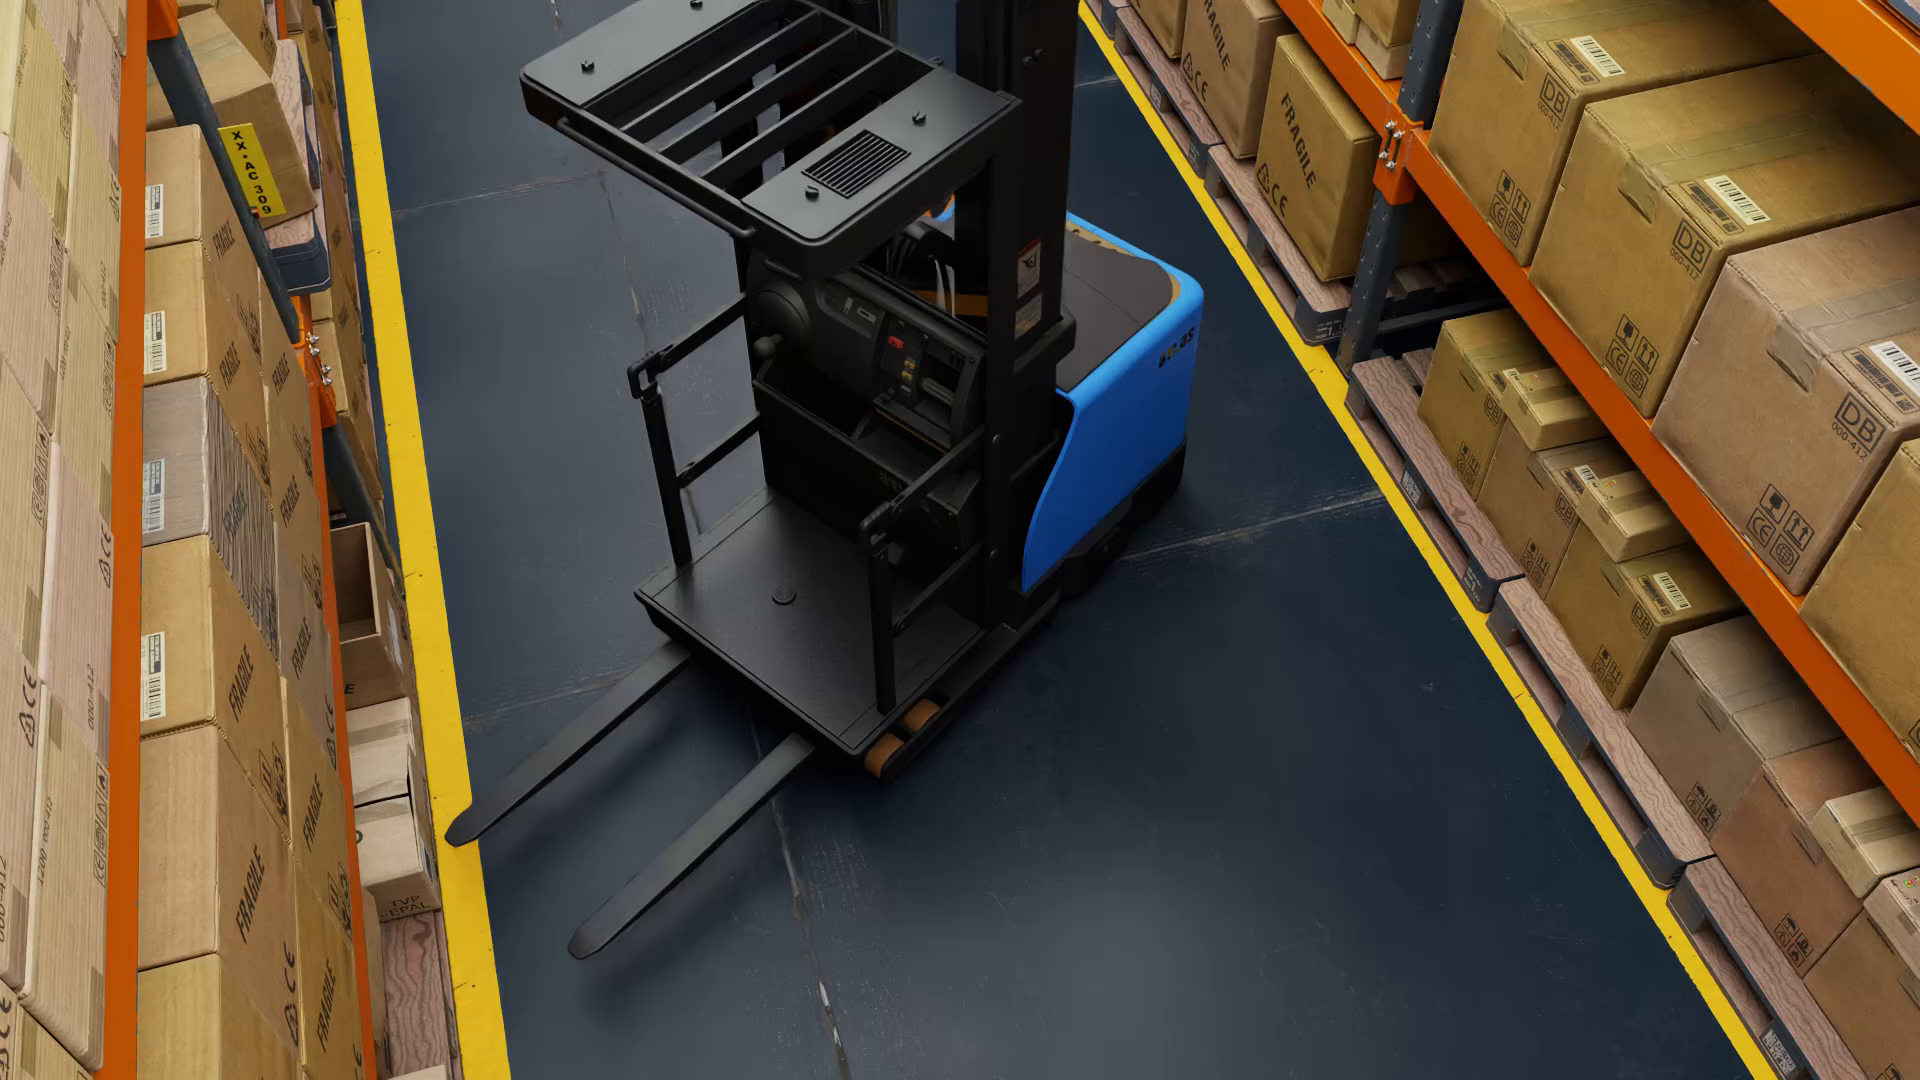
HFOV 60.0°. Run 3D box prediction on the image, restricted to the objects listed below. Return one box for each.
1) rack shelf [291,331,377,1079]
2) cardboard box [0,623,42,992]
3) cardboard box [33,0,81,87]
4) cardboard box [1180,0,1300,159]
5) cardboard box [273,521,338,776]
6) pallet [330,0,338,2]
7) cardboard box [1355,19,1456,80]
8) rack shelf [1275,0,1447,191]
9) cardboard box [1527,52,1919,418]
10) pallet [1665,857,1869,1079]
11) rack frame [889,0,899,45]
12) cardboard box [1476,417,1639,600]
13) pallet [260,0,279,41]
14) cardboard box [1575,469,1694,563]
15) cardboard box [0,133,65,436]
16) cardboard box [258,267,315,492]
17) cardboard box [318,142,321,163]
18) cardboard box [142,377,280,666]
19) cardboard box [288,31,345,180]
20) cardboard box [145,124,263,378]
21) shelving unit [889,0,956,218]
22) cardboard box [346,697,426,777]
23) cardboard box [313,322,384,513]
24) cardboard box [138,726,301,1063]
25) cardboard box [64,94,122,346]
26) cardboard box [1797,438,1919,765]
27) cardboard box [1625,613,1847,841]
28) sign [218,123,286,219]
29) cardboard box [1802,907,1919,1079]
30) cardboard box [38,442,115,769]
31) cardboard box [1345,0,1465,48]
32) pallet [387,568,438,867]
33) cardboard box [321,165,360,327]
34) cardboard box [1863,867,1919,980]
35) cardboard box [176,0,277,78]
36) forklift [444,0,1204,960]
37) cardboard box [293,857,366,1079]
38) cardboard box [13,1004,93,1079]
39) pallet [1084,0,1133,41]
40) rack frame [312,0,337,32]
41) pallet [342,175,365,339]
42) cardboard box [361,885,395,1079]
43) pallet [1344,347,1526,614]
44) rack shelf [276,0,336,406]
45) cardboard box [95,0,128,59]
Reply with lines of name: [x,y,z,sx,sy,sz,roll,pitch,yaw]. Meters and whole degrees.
rack shelf: [-2.024,1.009,4.197,1.077,0.370,4.000,-13,51,-11]
cardboard box: [-1.477,0.358,2.085,0.500,0.250,0.500,-13,51,-11]
cardboard box: [-2.068,-1.103,3.317,0.500,0.250,0.500,-13,51,-11]
cardboard box: [1.533,-2.342,7.684,0.750,0.750,0.750,-12,51,-10]
cardboard box: [-1.915,0.343,4.224,0.500,0.500,0.500,-12,51,-10]
pallet: [-4.005,-3.316,9.197,1.003,0.211,1.213,-13,51,-11]
cardboard box: [1.745,-1.914,6.343,0.380,0.149,0.250,-13,51,-11]
rack shelf: [1.524,-3.035,7.607,1.077,0.370,4.000,-13,51,-11]
cardboard box: [2.471,-0.968,5.198,0.980,0.700,0.700,-14,51,-12]
pallet: [2.987,1.448,5.181,1.003,0.211,1.213,-13,51,-11]
rack frame: [-0.481,-2.001,7.246,0.500,1.500,0.032,-28,55,-22]
cardboard box: [2.384,-0.199,6.105,0.700,0.500,0.500,-14,51,-11]
pallet: [-3.219,-2.123,6.493,1.003,0.211,1.213,-13,51,-11]
cardboard box: [2.320,-0.103,5.600,0.380,0.149,0.250,-15,51,-12]
cardboard box: [-1.775,-0.372,2.701,0.500,0.250,0.500,-13,51,-11]
cardboard box: [-2.223,-0.408,4.857,0.500,0.500,0.500,-13,51,-10]
cardboard box: [-2.971,-1.766,6.923,0.500,0.250,0.500,-14,51,-12]
cardboard box: [-1.916,0.015,3.846,0.500,0.500,0.500,-13,51,-11]
cardboard box: [-3.145,-1.933,7.554,0.500,0.500,0.500,-15,51,-12]
cardboard box: [-2.219,-0.727,4.471,0.500,0.500,0.500,-13,51,-11]
shelving unit: [-0.184,-1.677,6.972,0.587,1.500,1.083,-28,55,-22]
cardboard box: [-2.008,0.706,5.559,0.380,0.149,0.250,-13,51,-11]
cardboard box: [-2.526,-0.428,6.286,0.500,0.500,0.500,-15,52,-13]
cardboard box: [-1.617,0.753,3.223,0.500,0.500,0.500,-13,51,-10]
cardboard box: [-1.924,-0.576,3.199,0.500,0.250,0.500,-13,51,-11]
cardboard box: [2.912,0.120,4.281,0.980,0.700,0.700,-14,51,-11]
cardboard box: [2.698,0.565,5.462,0.700,0.500,0.500,-15,51,-12]
sign: [-2.100,-1.091,4.931,0.100,0.325,0.005,-13,51,-11]
cardboard box: [2.996,1.297,4.844,0.700,0.500,0.500,-13,51,-11]
cardboard box: [-1.627,0.154,2.584,0.500,0.250,0.500,-13,51,-11]
cardboard box: [1.738,-2.221,6.177,0.500,0.500,0.500,-14,51,-12]
pallet: [-2.414,0.717,5.797,1.003,0.211,1.213,-13,51,-11]
cardboard box: [-2.835,-1.181,6.921,0.500,0.500,0.500,-13,51,-11]
cardboard box: [2.784,1.036,4.641,0.380,0.149,0.250,-14,51,-11]
cardboard box: [-2.806,-1.735,5.701,0.700,0.500,0.500,-6,50,-5]
forklift: [-0.451,-0.545,5.082,1.130,2.935,3.031,33,57,25]
cardboard box: [-1.615,1.079,3.602,0.500,0.500,0.500,-13,51,-11]
cardboard box: [-1.342,0.887,1.966,0.500,0.250,0.500,-13,51,-11]
pallet: [1.094,-3.236,9.129,1.003,0.211,1.213,-13,51,-11]
rack frame: [-3.799,-3.605,7.617,1.000,3.000,0.127,-13,51,-11]
pallet: [-3.257,-1.263,7.466,1.003,0.211,1.213,-13,51,-11]
cardboard box: [-2.055,1.351,4.784,0.797,0.503,0.637,-13,51,-11]
pallet: [2.265,-0.334,6.683,1.003,0.211,1.213,-13,51,-11]
rack shelf: [-3.207,-1.912,6.660,1.077,0.370,4.000,-13,51,-11]
cardboard box: [-2.218,-1.307,3.816,0.500,0.250,0.500,-13,51,-11]
